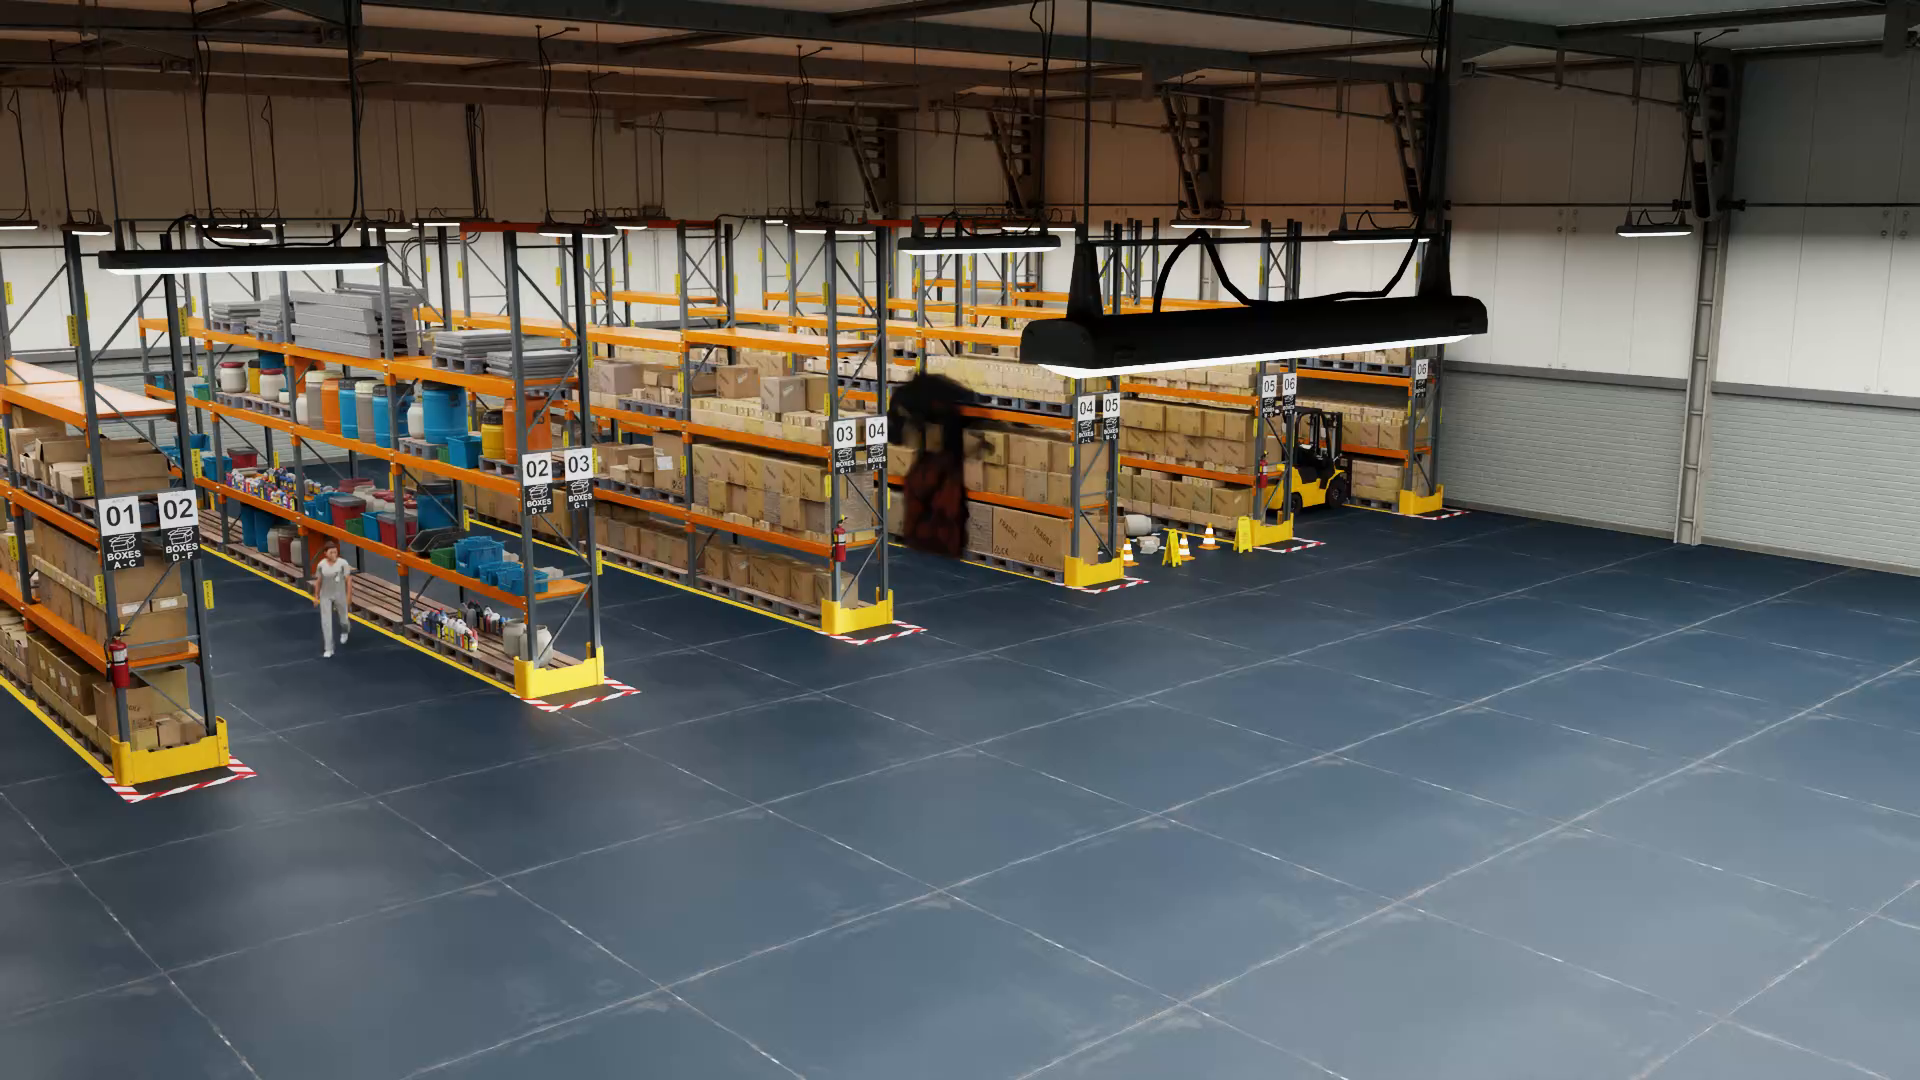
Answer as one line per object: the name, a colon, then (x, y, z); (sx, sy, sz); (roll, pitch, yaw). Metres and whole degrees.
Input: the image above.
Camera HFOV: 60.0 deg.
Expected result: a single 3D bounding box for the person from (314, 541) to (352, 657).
person: (-8.930, 0.798, 23.696); (0.527, 1.636, 0.798); (-3, 12, -14)
